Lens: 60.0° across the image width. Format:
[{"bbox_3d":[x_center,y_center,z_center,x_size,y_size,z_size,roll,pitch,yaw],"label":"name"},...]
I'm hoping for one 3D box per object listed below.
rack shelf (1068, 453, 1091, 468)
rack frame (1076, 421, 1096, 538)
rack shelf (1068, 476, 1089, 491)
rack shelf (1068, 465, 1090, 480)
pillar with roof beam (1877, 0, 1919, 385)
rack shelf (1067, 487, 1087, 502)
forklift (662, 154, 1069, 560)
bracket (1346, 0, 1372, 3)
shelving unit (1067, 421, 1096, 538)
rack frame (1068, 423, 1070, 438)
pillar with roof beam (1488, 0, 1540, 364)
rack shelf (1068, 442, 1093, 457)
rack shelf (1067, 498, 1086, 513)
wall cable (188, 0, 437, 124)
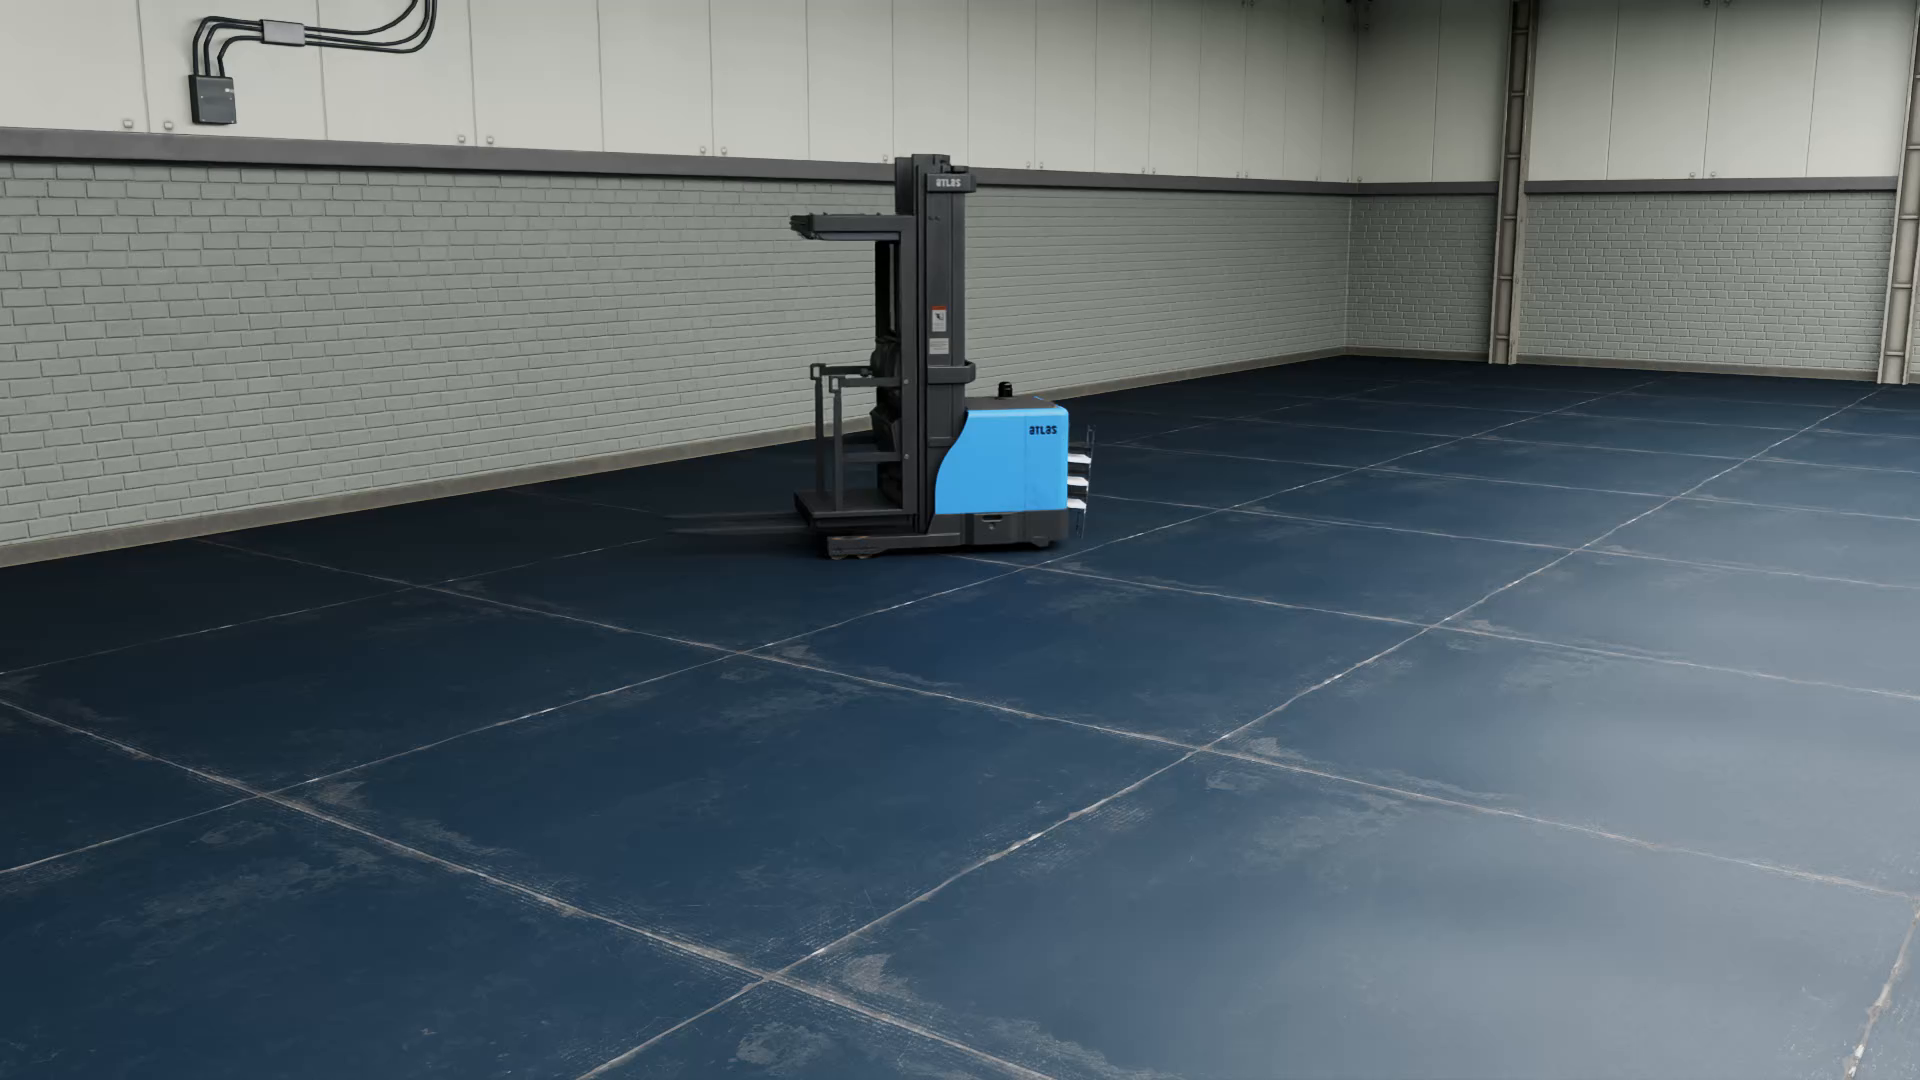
[{"bbox_3d":[0.907,-0.629,13.098,0.200,0.077,0.258,4,10,-8],"label":"rack shelf"},{"bbox_3d":[0.993,-0.478,13.139,0.006,0.900,0.240,4,10,-8],"label":"rack frame"},{"bbox_3d":[0.889,-0.453,13.130,0.200,0.077,0.258,4,10,-8],"label":"rack shelf"},{"bbox_3d":[0.898,-0.541,13.114,0.200,0.077,0.258,4,10,-8],"label":"rack shelf"},{"bbox_3d":[11.726,-6.161,21.186,0.400,9.000,9.100,8,13,36],"label":"pillar with roof beam"},{"bbox_3d":[0.880,-0.365,13.146,0.200,0.077,0.258,4,10,-8],"label":"rack shelf"},{"bbox_3d":[-0.741,-1.402,12.558,3.031,2.935,1.130,-2,11,-12],"label":"forklift"},{"bbox_3d":[6.983,-9.521,29.075,0.430,0.232,0.235,8,13,36],"label":"bracket"},{"bbox_3d":[0.893,-0.486,13.124,0.210,0.900,0.258,4,10,-8],"label":"shelving unit"},{"bbox_3d":[0.792,-0.493,13.109,0.006,0.900,0.240,4,10,-8],"label":"rack frame"},{"bbox_3d":[6.890,-6.836,24.673,0.548,9.000,9.100,8,13,36],"label":"pillar with roof beam"},{"bbox_3d":[0.916,-0.717,13.082,0.200,0.077,0.258,4,10,-8],"label":"rack shelf"},{"bbox_3d":[0.871,-0.277,13.162,0.200,0.077,0.258,4,10,-8],"label":"rack shelf"},{"bbox_3d":[-5.167,-6.328,13.092,0.169,6.003,2.305,8,13,36],"label":"wall cable"}]
